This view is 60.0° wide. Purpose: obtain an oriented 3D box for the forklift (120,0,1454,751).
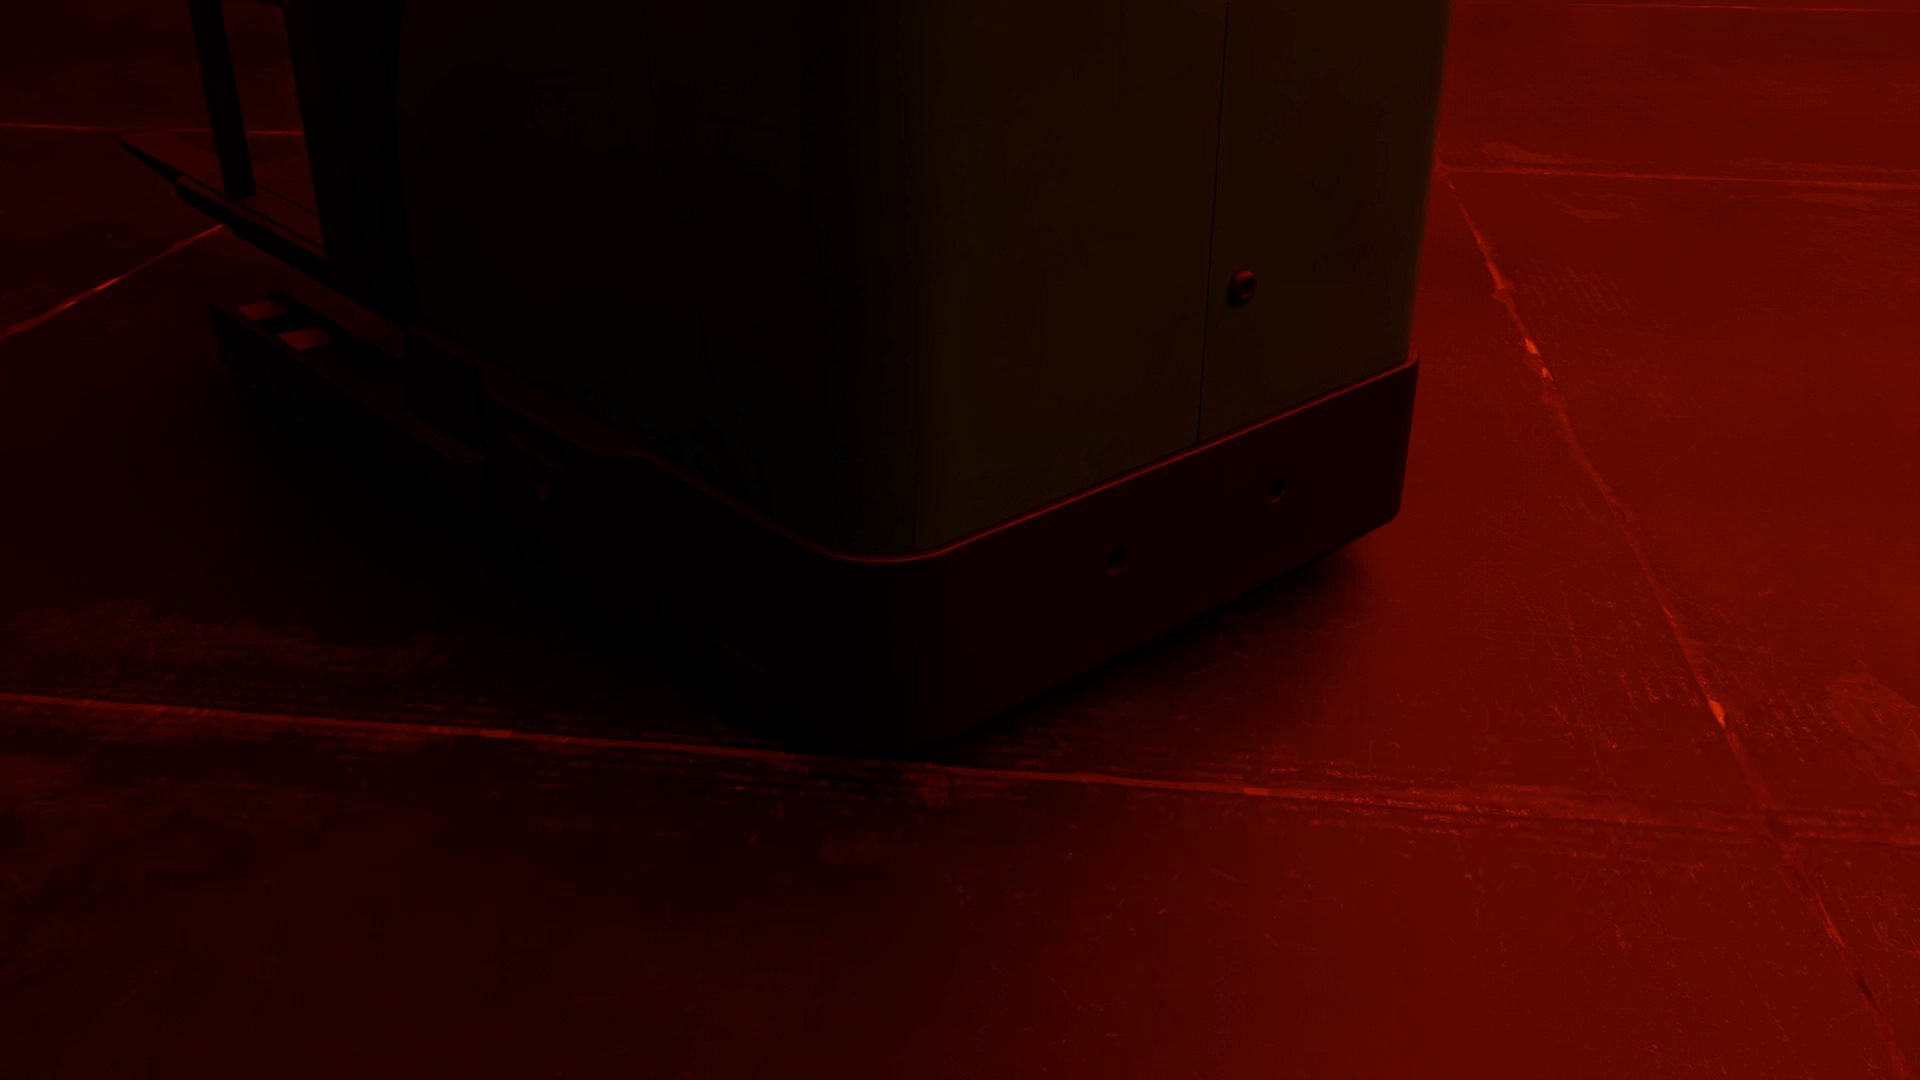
[{"bbox_3d":[-0.708,-1.651,2.526,1.130,2.935,3.031,-22,34,-37],"label":"forklift"}]
